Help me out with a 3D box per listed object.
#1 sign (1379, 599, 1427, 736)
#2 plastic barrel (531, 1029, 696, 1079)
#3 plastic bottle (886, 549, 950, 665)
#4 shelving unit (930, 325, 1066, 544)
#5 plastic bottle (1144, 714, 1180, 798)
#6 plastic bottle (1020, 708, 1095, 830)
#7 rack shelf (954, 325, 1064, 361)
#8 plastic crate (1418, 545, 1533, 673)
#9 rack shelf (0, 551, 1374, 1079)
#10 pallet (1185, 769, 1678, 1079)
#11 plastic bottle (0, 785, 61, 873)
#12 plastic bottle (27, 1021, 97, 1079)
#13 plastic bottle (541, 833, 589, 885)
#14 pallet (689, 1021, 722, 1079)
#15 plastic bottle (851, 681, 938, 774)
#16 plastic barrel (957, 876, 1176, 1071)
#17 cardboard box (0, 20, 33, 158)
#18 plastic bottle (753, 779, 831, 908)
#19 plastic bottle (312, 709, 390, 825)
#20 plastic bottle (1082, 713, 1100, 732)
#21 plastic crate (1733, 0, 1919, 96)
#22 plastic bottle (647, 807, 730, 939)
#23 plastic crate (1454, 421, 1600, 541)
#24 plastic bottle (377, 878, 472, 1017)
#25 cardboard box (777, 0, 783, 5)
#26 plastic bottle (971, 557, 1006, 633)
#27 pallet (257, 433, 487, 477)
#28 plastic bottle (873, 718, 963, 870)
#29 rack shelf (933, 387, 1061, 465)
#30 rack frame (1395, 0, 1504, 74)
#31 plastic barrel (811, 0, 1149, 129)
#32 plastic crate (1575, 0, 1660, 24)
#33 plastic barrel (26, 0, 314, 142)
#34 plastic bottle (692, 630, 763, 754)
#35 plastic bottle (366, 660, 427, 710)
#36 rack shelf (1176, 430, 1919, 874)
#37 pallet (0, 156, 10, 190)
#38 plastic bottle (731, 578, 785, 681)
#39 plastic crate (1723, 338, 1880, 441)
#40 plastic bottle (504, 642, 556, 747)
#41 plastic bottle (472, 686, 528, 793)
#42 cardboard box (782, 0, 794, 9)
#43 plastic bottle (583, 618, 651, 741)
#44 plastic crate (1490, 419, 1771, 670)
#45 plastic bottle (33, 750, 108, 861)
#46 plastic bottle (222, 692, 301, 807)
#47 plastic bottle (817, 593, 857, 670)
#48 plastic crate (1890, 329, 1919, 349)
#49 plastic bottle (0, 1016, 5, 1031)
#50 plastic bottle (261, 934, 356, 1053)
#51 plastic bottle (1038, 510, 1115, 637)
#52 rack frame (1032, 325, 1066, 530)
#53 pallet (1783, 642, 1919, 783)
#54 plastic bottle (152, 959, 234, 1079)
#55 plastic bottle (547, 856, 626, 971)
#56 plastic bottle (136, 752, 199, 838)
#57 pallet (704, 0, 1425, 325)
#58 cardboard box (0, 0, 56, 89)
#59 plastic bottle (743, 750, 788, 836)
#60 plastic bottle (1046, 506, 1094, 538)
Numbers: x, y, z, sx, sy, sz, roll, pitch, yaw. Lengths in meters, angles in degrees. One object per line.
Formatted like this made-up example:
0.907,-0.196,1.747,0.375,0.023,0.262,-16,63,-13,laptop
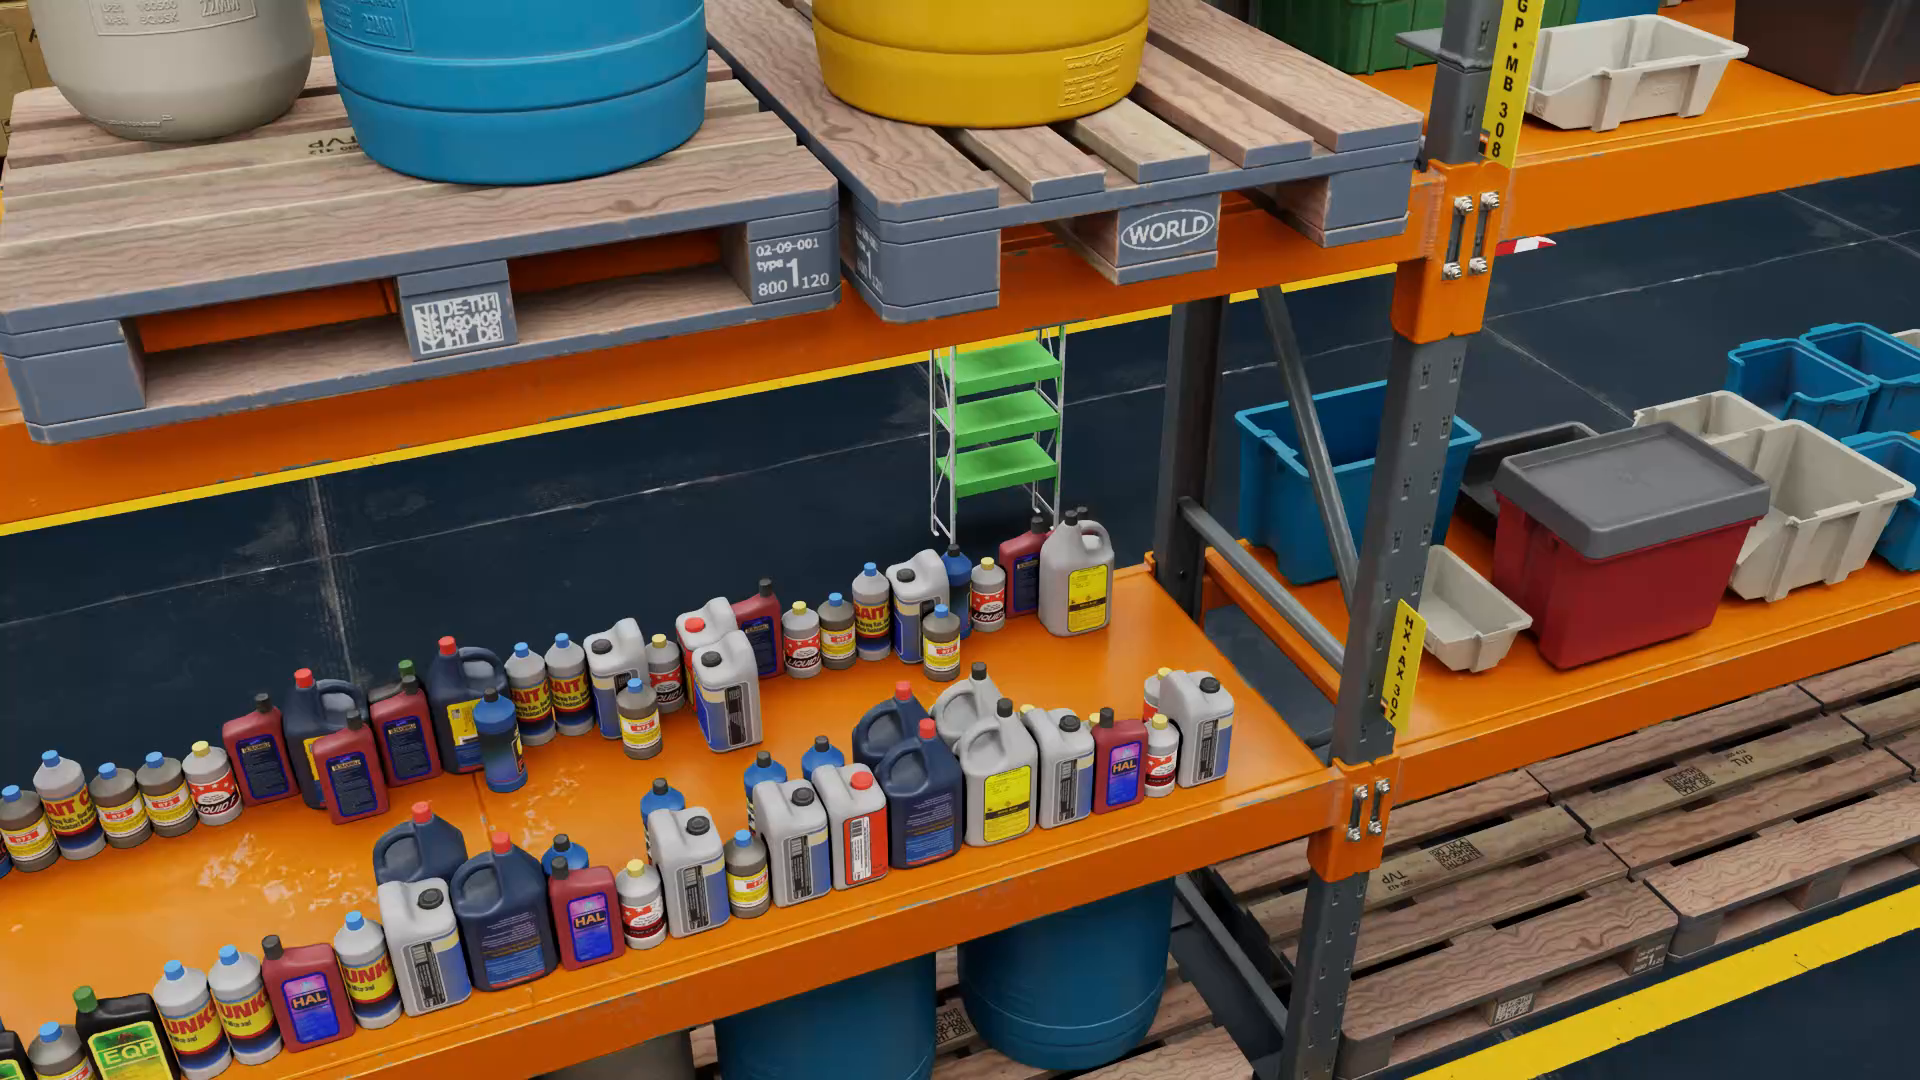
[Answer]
1.010,0.293,3.796,0.005,0.325,0.100,-13,35,-19,sign
-0.918,1.329,4.354,0.421,0.512,0.421,0,33,0,plastic barrel
-0.113,0.167,4.356,0.135,0.276,0.152,-13,35,-19,plastic bottle
0.153,-0.538,6.976,0.503,1.200,0.258,-13,35,-19,shelving unit
0.464,0.499,3.915,0.097,0.201,0.097,0,33,0,plastic bottle
0.224,0.507,3.834,0.135,0.276,0.152,-13,35,-19,plastic bottle
0.153,-0.887,6.750,0.480,0.148,0.258,-13,35,-19,rack shelf
1.283,0.191,4.393,0.243,0.136,0.396,-13,35,-19,plastic crate
-1.045,0.856,3.844,4.000,0.370,1.077,-13,35,-19,rack shelf
1.462,1.126,5.326,1.213,0.211,1.003,-13,35,-19,pallet
-2.086,0.634,3.707,0.097,0.201,0.097,0,33,0,plastic bottle
-1.698,0.994,3.154,0.097,0.201,0.097,0,33,0,plastic bottle
-0.822,0.728,3.498,0.097,0.271,0.097,0,33,0,plastic bottle
-1.055,1.702,4.440,1.213,0.211,1.003,-13,35,-19,pallet
-0.148,0.478,3.811,0.185,0.351,0.144,-13,35,-19,plastic bottle
0.290,0.942,4.591,0.708,0.901,0.600,-13,35,-19,plastic barrel
-4.266,-1.923,6.978,0.500,0.500,0.700,-26,41,-34,cardboard box
-0.365,0.642,3.627,0.135,0.276,0.152,-13,35,-19,plastic bottle
-1.401,0.518,3.811,0.133,0.283,0.061,-13,35,-19,plastic bottle
0.318,0.497,3.918,0.097,0.201,0.097,0,33,0,plastic bottle
2.050,-1.195,3.706,0.590,0.269,0.497,-13,35,-19,plastic crate
-0.579,0.691,3.552,0.135,0.276,0.152,-13,35,-19,plastic bottle
1.727,-0.149,4.926,0.590,0.125,0.437,-13,35,-19,plastic crate
-1.087,0.807,3.373,0.135,0.276,0.152,-13,35,-19,plastic bottle
-0.754,-2.636,8.459,0.500,0.500,0.500,-12,35,-18,cardboard box
0.073,0.140,4.467,0.097,0.201,0.097,0,33,0,plastic bottle
-2.977,-0.740,8.194,1.213,0.211,1.003,-13,35,-19,pallet
-0.093,0.550,3.699,0.185,0.351,0.144,-13,35,-19,plastic bottle
0.153,-0.484,7.011,0.480,0.148,0.258,-13,35,-19,rack shelf
0.799,-2.383,2.661,0.127,3.000,1.000,-13,35,-19,rack frame
0.036,-1.086,2.860,0.600,0.588,0.600,0,33,0,plastic barrel
1.515,-1.408,4.067,0.300,0.233,0.416,-13,35,-19,plastic crate
-1.313,-0.964,2.721,0.433,0.535,0.433,0,33,0,plastic barrel
-0.570,0.362,4.057,0.135,0.276,0.152,-13,35,-19,plastic bottle
-1.334,0.417,3.966,0.133,0.283,0.061,-13,35,-19,plastic bottle
2.643,0.011,5.142,4.000,0.370,1.077,-13,35,-19,rack shelf
-4.206,-1.613,7.155,1.003,0.211,1.213,-13,35,-19,pallet
-0.523,0.231,4.251,0.133,0.283,0.061,-13,35,-19,plastic bottle
2.641,-0.440,5.274,0.300,0.233,0.416,-13,35,-19,plastic crate
-1.050,0.368,4.052,0.097,0.271,0.097,0,33,0,plastic bottle
-1.084,0.461,3.909,0.097,0.271,0.097,0,33,0,plastic bottle
-0.540,-2.372,8.054,0.500,0.500,0.500,-12,35,-18,cardboard box
-0.843,0.335,4.099,0.135,0.276,0.152,-13,35,-19,plastic bottle
1.719,0.018,4.359,0.583,0.464,0.402,-13,35,-19,plastic crate
-1.996,0.584,3.720,0.097,0.271,0.097,0,33,0,plastic bottle
-1.628,0.484,3.863,0.133,0.283,0.061,-13,35,-19,plastic bottle
-0.320,0.230,4.328,0.097,0.201,0.097,0,33,0,plastic bottle
3.178,-0.571,5.564,0.298,0.136,0.250,-13,35,-19,plastic crate
-1.845,0.963,3.138,0.097,0.271,0.097,0,33,0,plastic bottle
-1.282,0.876,3.261,0.133,0.283,0.061,-13,35,-19,plastic bottle
0.311,0.072,4.433,0.185,0.351,0.144,-13,35,-19,plastic bottle
0.378,-0.589,7.056,0.015,1.200,0.240,-13,35,-19,rack frame
3.711,0.611,6.118,1.213,0.211,1.003,-13,35,-19,pallet
-1.485,0.916,3.209,0.097,0.271,0.097,0,33,0,plastic bottle
-0.775,0.759,3.440,0.133,0.283,0.061,-13,35,-19,plastic bottle
-1.817,0.573,3.802,0.097,0.201,0.097,0,33,0,plastic bottle
0.114,-0.832,3.200,1.003,0.211,1.213,-13,35,-19,pallet
-5.996,-3.370,11.264,0.750,0.750,0.750,-13,35,-20,cardboard box
-0.431,0.585,3.719,0.097,0.271,0.097,0,33,0,plastic bottle
0.295,0.044,4.539,0.133,0.283,0.061,-13,35,-19,plastic bottle
